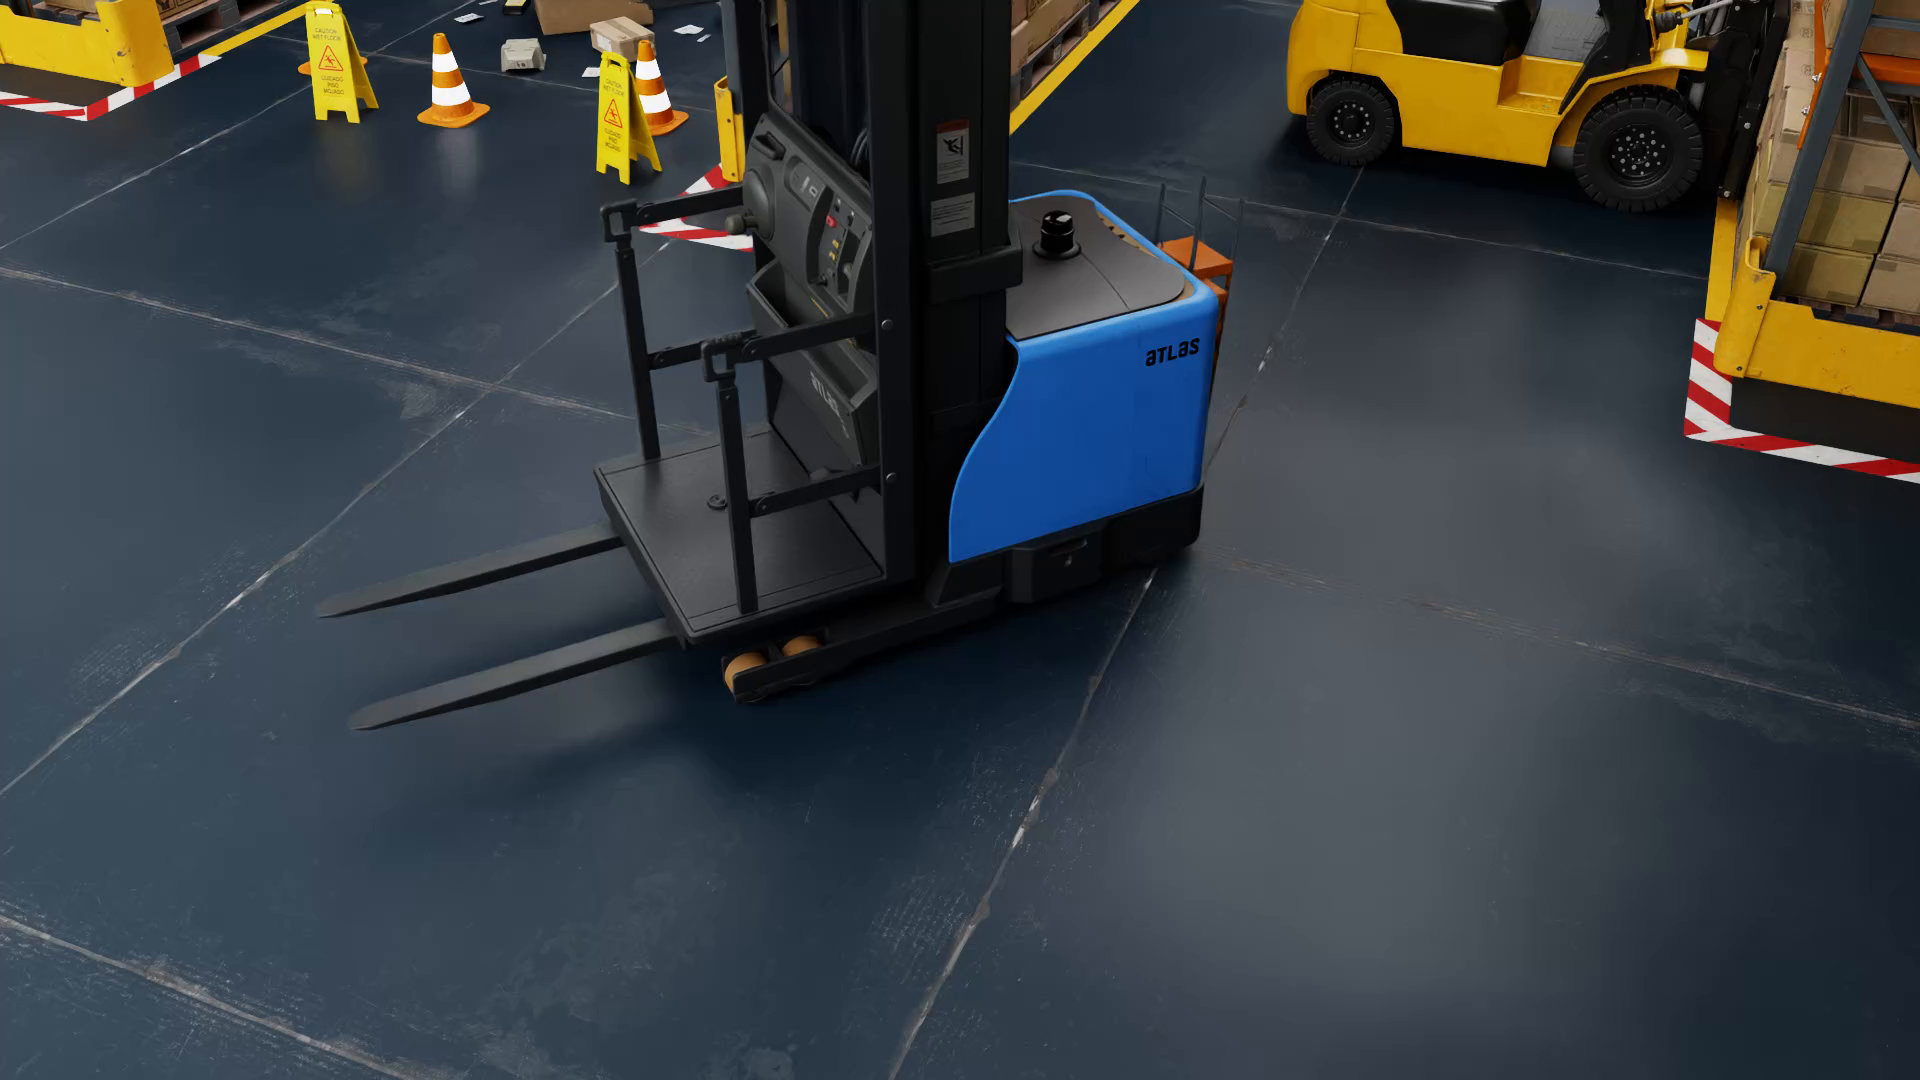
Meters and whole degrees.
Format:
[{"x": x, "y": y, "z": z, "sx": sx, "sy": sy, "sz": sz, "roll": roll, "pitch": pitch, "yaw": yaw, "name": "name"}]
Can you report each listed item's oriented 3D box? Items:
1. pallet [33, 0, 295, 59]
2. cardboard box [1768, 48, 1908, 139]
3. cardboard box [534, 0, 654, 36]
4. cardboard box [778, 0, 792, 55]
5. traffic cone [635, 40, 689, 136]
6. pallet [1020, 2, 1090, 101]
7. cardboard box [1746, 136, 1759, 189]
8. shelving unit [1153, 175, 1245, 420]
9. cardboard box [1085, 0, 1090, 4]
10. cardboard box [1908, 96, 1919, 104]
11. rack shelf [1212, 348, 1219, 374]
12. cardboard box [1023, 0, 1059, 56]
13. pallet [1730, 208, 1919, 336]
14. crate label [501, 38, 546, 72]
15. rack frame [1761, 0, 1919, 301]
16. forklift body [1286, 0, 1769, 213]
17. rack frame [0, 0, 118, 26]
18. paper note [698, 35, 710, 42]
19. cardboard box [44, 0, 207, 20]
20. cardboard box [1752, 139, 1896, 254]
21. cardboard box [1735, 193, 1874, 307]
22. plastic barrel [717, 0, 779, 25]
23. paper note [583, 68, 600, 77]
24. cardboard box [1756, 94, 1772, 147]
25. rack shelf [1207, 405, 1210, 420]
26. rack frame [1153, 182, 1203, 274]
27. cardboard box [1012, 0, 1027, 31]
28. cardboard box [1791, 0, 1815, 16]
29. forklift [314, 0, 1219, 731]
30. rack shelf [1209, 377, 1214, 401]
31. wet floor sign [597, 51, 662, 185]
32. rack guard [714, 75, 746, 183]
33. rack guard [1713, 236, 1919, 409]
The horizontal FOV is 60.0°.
[{"x": -5.089, "y": -3.451, "z": 10.690, "sx": 1.003, "sy": 0.211, "sz": 1.213, "roll": 14, "pitch": 39, "yaw": 18, "name": "pallet"}, {"x": 3.963, "y": -1.984, "z": 7.510, "sx": 0.500, "sy": 0.250, "sz": 0.500, "roll": 15, "pitch": 39, "yaw": 19, "name": "cardboard box"}, {"x": -2.378, "y": -3.585, "z": 10.626, "sx": 0.797, "sy": 0.503, "sz": 0.637, "roll": -11, "pitch": 38, "yaw": -14, "name": "cardboard box"}, {"x": -0.641, "y": -2.906, "z": 8.951, "sx": 0.500, "sy": 0.500, "sz": 0.500, "roll": 14, "pitch": 39, "yaw": 18, "name": "cardboard box"}, {"x": -1.734, "y": -2.551, "z": 9.277, "sx": 0.336, "sy": 0.463, "sz": 0.334, "roll": 14, "pitch": 39, "yaw": 18, "name": "traffic cone"}, {"x": 0.132, "y": -3.075, "z": 10.188, "sx": 1.003, "sy": 0.211, "sz": 1.213, "roll": 14, "pitch": 39, "yaw": 18, "name": "pallet"}, {"x": 4.170, "y": -1.854, "z": 8.171, "sx": 0.500, "sy": 0.250, "sz": 0.500, "roll": 14, "pitch": 39, "yaw": 18, "name": "cardboard box"}, {"x": 0.824, "y": -0.746, "z": 6.236, "sx": 0.189, "sy": 1.200, "sz": 0.258, "roll": -16, "pitch": 39, "yaw": -26, "name": "shelving unit"}, {"x": 0.647, "y": -3.631, "z": 10.549, "sx": 0.500, "sy": 0.250, "sz": 0.500, "roll": 13, "pitch": 39, "yaw": 17, "name": "cardboard box"}, {"x": 4.432, "y": -1.875, "z": 7.363, "sx": 0.500, "sy": 0.250, "sz": 0.500, "roll": 14, "pitch": 39, "yaw": 18, "name": "cardboard box"}, {"x": 0.822, "y": -0.709, "z": 6.261, "sx": 0.180, "sy": 0.103, "sz": 0.258, "roll": -16, "pitch": 39, "yaw": -26, "name": "rack shelf"}, {"x": 0.255, "y": -3.072, "z": 9.800, "sx": 0.500, "sy": 0.250, "sz": 0.500, "roll": 16, "pitch": 40, "yaw": 21, "name": "cardboard box"}, {"x": 4.139, "y": -1.223, "z": 7.710, "sx": 1.003, "sy": 0.211, "sz": 1.213, "roll": 14, "pitch": 39, "yaw": 18, "name": "pallet"}, {"x": -2.648, "y": -2.935, "z": 10.062, "sx": 0.250, "sy": 0.136, "sz": 0.298, "roll": -5, "pitch": 37, "yaw": -6, "name": "crate label"}, {"x": 3.887, "y": -1.907, "z": 6.296, "sx": 1.000, "sy": 3.000, "sz": 0.127, "roll": 14, "pitch": 39, "yaw": 18, "name": "rack frame"}, {"x": 2.921, "y": -3.032, "z": 8.510, "sx": 2.313, "sy": 2.155, "sz": 1.214, "roll": 14, "pitch": 39, "yaw": 18, "name": "forklift body"}, {"x": -5.321, "y": -4.107, "z": 9.239, "sx": 1.000, "sy": 3.000, "sz": 0.127, "roll": 14, "pitch": 39, "yaw": 18, "name": "rack frame"}, {"x": -1.612, "y": -3.162, "z": 10.472, "sx": 0.032, "sy": 0.001, "sz": 0.123, "roll": 14, "pitch": 39, "yaw": 18, "name": "paper note"}, {"x": -5.124, "y": -3.815, "z": 10.272, "sx": 0.875, "sy": 0.875, "sz": 0.875, "roll": 14, "pitch": 39, "yaw": 18, "name": "cardboard box"}, {"x": 3.783, "y": -1.515, "z": 7.299, "sx": 0.500, "sy": 0.250, "sz": 0.500, "roll": 13, "pitch": 39, "yaw": 17, "name": "cardboard box"}, {"x": 3.774, "y": -1.306, "z": 7.437, "sx": 0.500, "sy": 0.250, "sz": 0.500, "roll": 14, "pitch": 39, "yaw": 18, "name": "cardboard box"}, {"x": -1.319, "y": -3.492, "z": 10.568, "sx": 0.421, "sy": 0.421, "sz": 0.512, "roll": -17, "pitch": 40, "yaw": -22, "name": "plastic barrel"}, {"x": -2.186, "y": -2.823, "z": 10.001, "sx": 0.148, "sy": 0.019, "sz": 0.142, "roll": 1, "pitch": 37, "yaw": 2, "name": "paper note"}, {"x": 4.161, "y": -2.080, "z": 8.056, "sx": 0.500, "sy": 0.250, "sz": 0.500, "roll": 13, "pitch": 39, "yaw": 17, "name": "cardboard box"}, {"x": 0.807, "y": -0.512, "z": 6.398, "sx": 0.180, "sy": 0.103, "sz": 0.258, "roll": -16, "pitch": 39, "yaw": -26, "name": "rack shelf"}, {"x": 0.745, "y": -0.723, "z": 6.195, "sx": 0.006, "sy": 1.200, "sz": 0.240, "roll": -16, "pitch": 39, "yaw": -26, "name": "rack frame"}, {"x": 0.061, "y": -3.090, "z": 9.198, "sx": 0.500, "sy": 0.500, "sz": 0.500, "roll": 12, "pitch": 39, "yaw": 16, "name": "cardboard box"}, {"x": 4.345, "y": -2.545, "z": 8.260, "sx": 0.500, "sy": 0.250, "sz": 0.500, "roll": 13, "pitch": 39, "yaw": 17, "name": "cardboard box"}, {"x": -0.665, "y": -0.996, "z": 5.135, "sx": 3.031, "sy": 2.935, "sz": 1.130, "roll": -17, "pitch": 40, "yaw": -21, "name": "forklift"}, {"x": 0.814, "y": -0.611, "z": 6.330, "sx": 0.180, "sy": 0.103, "sz": 0.258, "roll": -16, "pitch": 39, "yaw": -26, "name": "rack shelf"}, {"x": -1.767, "y": -2.231, "z": 8.696, "sx": 0.267, "sy": 0.644, "sz": 0.232, "roll": 29, "pitch": 45, "yaw": 33, "name": "wet floor sign"}, {"x": -0.676, "y": -2.076, "z": 8.610, "sx": 1.175, "sy": 0.500, "sz": 0.348, "roll": 14, "pitch": 39, "yaw": 18, "name": "rack guard"}, {"x": 3.878, "y": -0.892, "z": 7.026, "sx": 1.175, "sy": 0.500, "sz": 0.348, "roll": 14, "pitch": 39, "yaw": 18, "name": "rack guard"}]
